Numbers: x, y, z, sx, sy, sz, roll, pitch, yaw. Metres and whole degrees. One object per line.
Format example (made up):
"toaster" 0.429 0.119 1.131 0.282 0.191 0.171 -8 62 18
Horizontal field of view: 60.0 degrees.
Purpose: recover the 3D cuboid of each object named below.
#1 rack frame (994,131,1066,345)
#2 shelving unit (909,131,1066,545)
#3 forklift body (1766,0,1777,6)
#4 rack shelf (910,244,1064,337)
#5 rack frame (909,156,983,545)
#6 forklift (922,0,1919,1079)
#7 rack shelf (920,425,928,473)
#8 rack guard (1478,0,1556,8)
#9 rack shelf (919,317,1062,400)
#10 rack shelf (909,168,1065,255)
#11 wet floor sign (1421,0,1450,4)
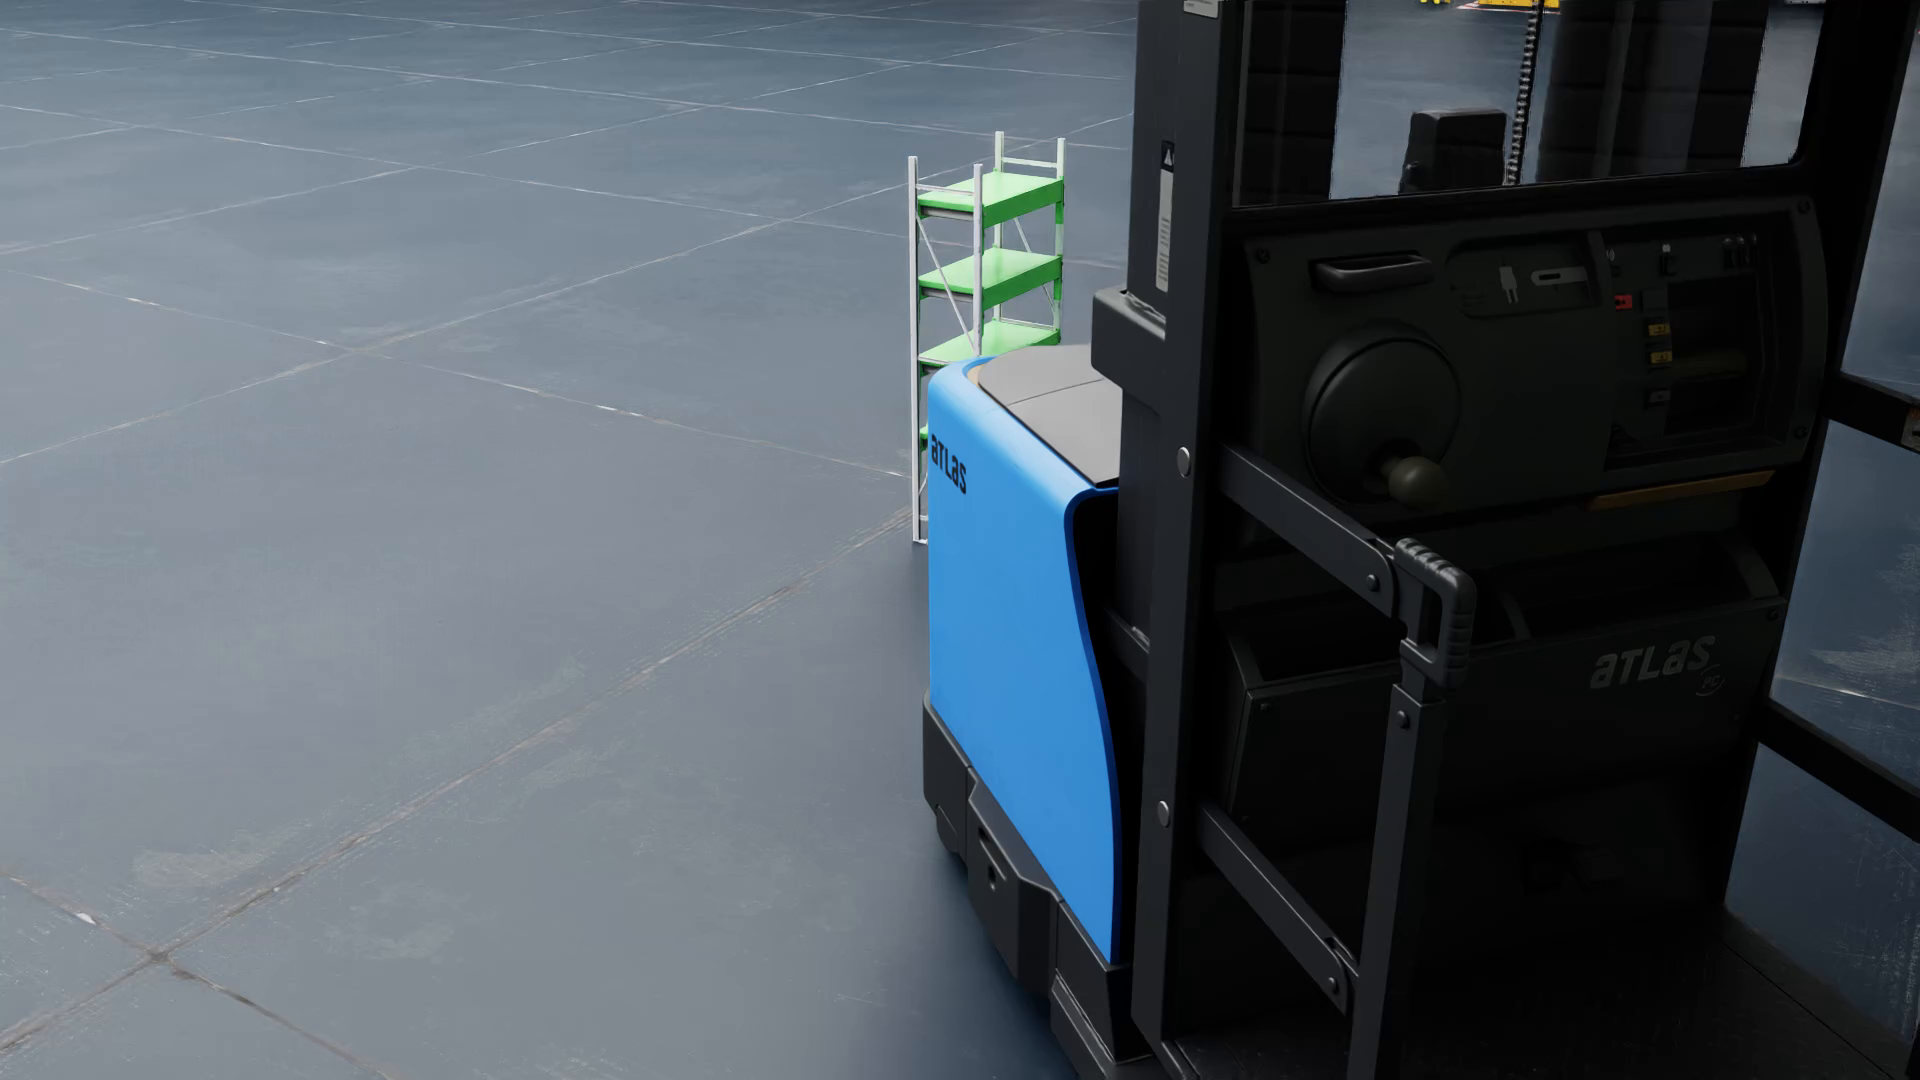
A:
"rack frame" 0.216 -0.689 5.331 0.240 1.200 0.015 14 27 29
"shelving unit" 0.087 -0.607 5.141 0.258 1.200 0.503 14 27 29
"forklift body" 10.615 -7.522 19.917 2.313 2.155 1.214 14 27 29
"rack shelf" 0.087 -0.768 5.071 0.258 0.148 0.480 14 27 29
"rack frame" -0.041 -0.524 4.950 0.240 1.200 0.015 14 27 29
"forklift" 0.886 -0.239 2.112 1.130 2.935 3.031 -8 25 -18
"rack shelf" 0.087 -0.328 5.261 0.258 0.148 0.480 14 27 29
"rack guard" 6.985 -6.806 20.343 1.175 0.500 0.348 14 27 29
"rack shelf" 0.087 -0.548 5.166 0.258 0.148 0.480 14 27 29
"rack shelf" 0.087 -0.988 4.975 0.258 0.148 0.480 14 27 29
"wet floor sign" 5.936 -7.007 20.625 0.232 0.644 0.267 -17 29 -35
